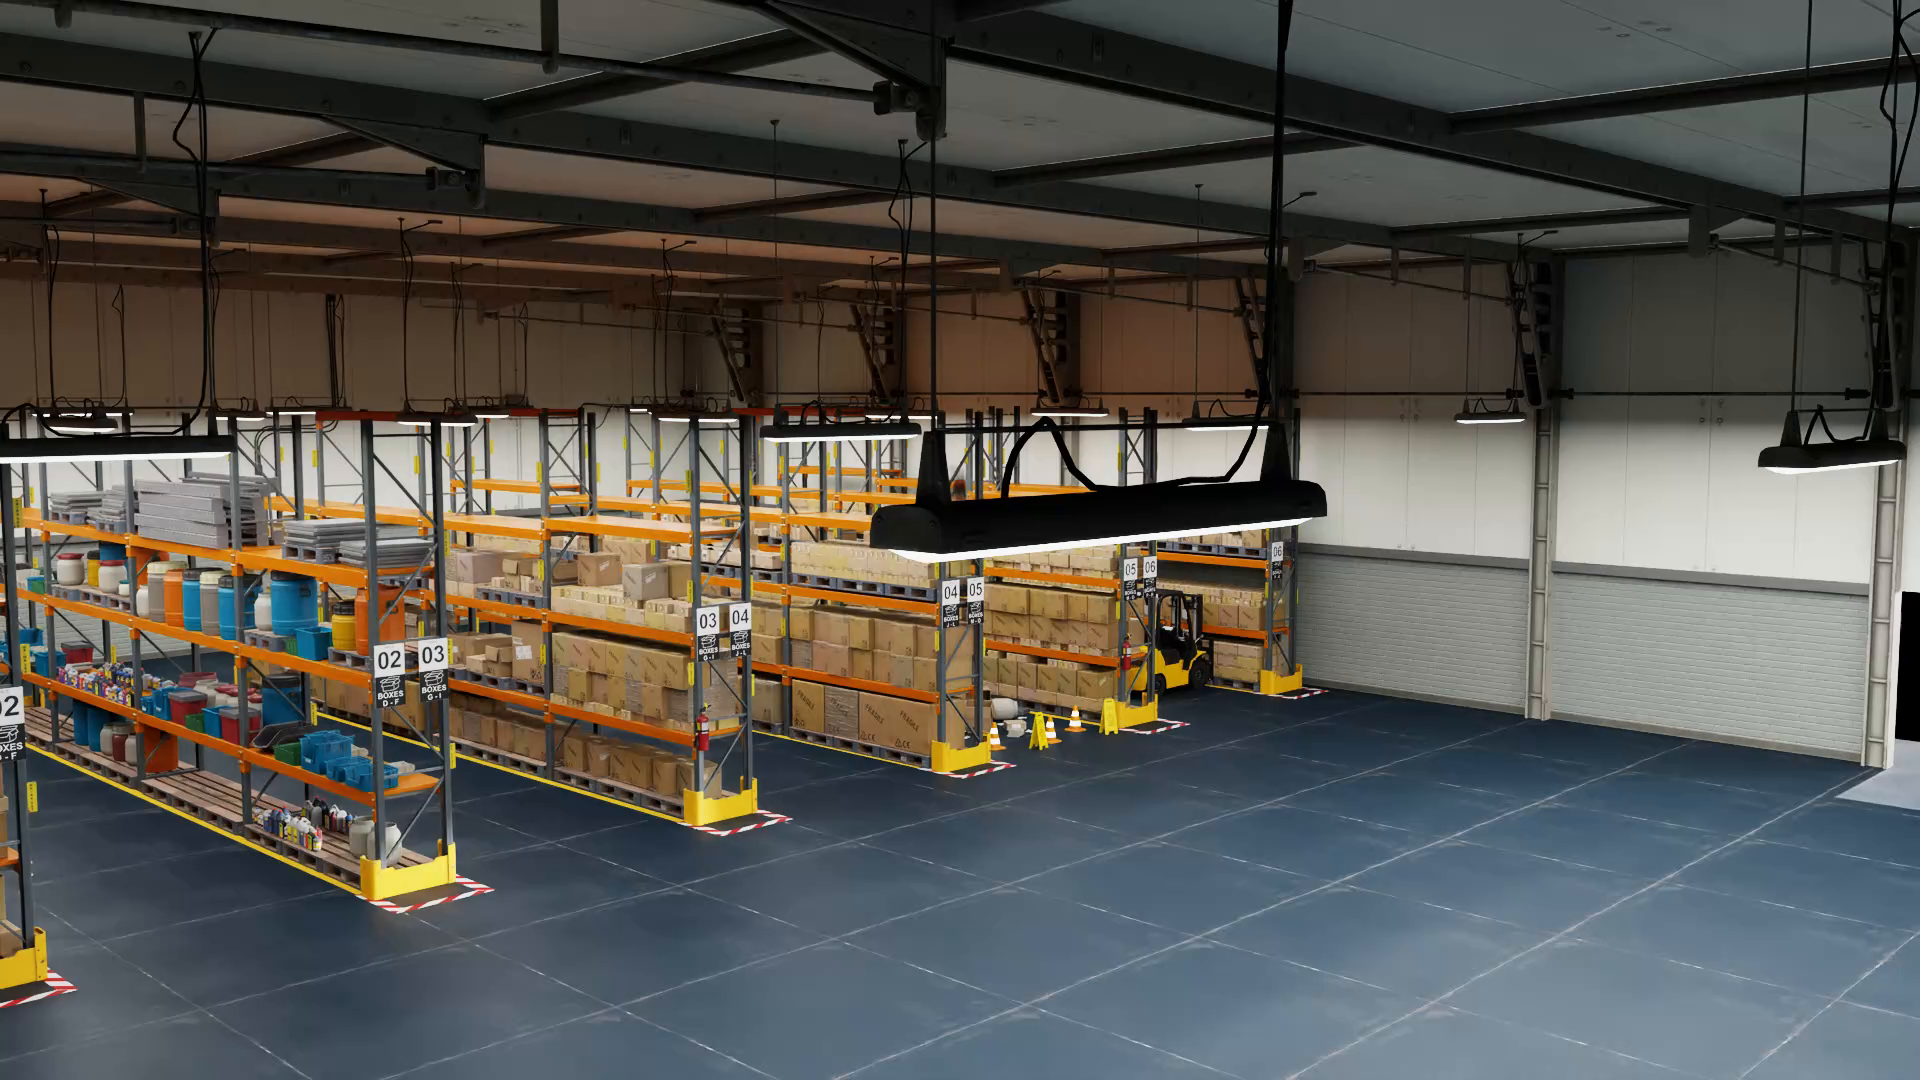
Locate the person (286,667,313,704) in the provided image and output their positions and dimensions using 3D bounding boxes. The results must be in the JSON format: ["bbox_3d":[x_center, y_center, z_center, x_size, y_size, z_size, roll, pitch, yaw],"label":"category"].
[{"bbox_3d":[-11.414,2.951,28.470,0.616,1.740,0.683,4,6,38],"label":"person"}]
